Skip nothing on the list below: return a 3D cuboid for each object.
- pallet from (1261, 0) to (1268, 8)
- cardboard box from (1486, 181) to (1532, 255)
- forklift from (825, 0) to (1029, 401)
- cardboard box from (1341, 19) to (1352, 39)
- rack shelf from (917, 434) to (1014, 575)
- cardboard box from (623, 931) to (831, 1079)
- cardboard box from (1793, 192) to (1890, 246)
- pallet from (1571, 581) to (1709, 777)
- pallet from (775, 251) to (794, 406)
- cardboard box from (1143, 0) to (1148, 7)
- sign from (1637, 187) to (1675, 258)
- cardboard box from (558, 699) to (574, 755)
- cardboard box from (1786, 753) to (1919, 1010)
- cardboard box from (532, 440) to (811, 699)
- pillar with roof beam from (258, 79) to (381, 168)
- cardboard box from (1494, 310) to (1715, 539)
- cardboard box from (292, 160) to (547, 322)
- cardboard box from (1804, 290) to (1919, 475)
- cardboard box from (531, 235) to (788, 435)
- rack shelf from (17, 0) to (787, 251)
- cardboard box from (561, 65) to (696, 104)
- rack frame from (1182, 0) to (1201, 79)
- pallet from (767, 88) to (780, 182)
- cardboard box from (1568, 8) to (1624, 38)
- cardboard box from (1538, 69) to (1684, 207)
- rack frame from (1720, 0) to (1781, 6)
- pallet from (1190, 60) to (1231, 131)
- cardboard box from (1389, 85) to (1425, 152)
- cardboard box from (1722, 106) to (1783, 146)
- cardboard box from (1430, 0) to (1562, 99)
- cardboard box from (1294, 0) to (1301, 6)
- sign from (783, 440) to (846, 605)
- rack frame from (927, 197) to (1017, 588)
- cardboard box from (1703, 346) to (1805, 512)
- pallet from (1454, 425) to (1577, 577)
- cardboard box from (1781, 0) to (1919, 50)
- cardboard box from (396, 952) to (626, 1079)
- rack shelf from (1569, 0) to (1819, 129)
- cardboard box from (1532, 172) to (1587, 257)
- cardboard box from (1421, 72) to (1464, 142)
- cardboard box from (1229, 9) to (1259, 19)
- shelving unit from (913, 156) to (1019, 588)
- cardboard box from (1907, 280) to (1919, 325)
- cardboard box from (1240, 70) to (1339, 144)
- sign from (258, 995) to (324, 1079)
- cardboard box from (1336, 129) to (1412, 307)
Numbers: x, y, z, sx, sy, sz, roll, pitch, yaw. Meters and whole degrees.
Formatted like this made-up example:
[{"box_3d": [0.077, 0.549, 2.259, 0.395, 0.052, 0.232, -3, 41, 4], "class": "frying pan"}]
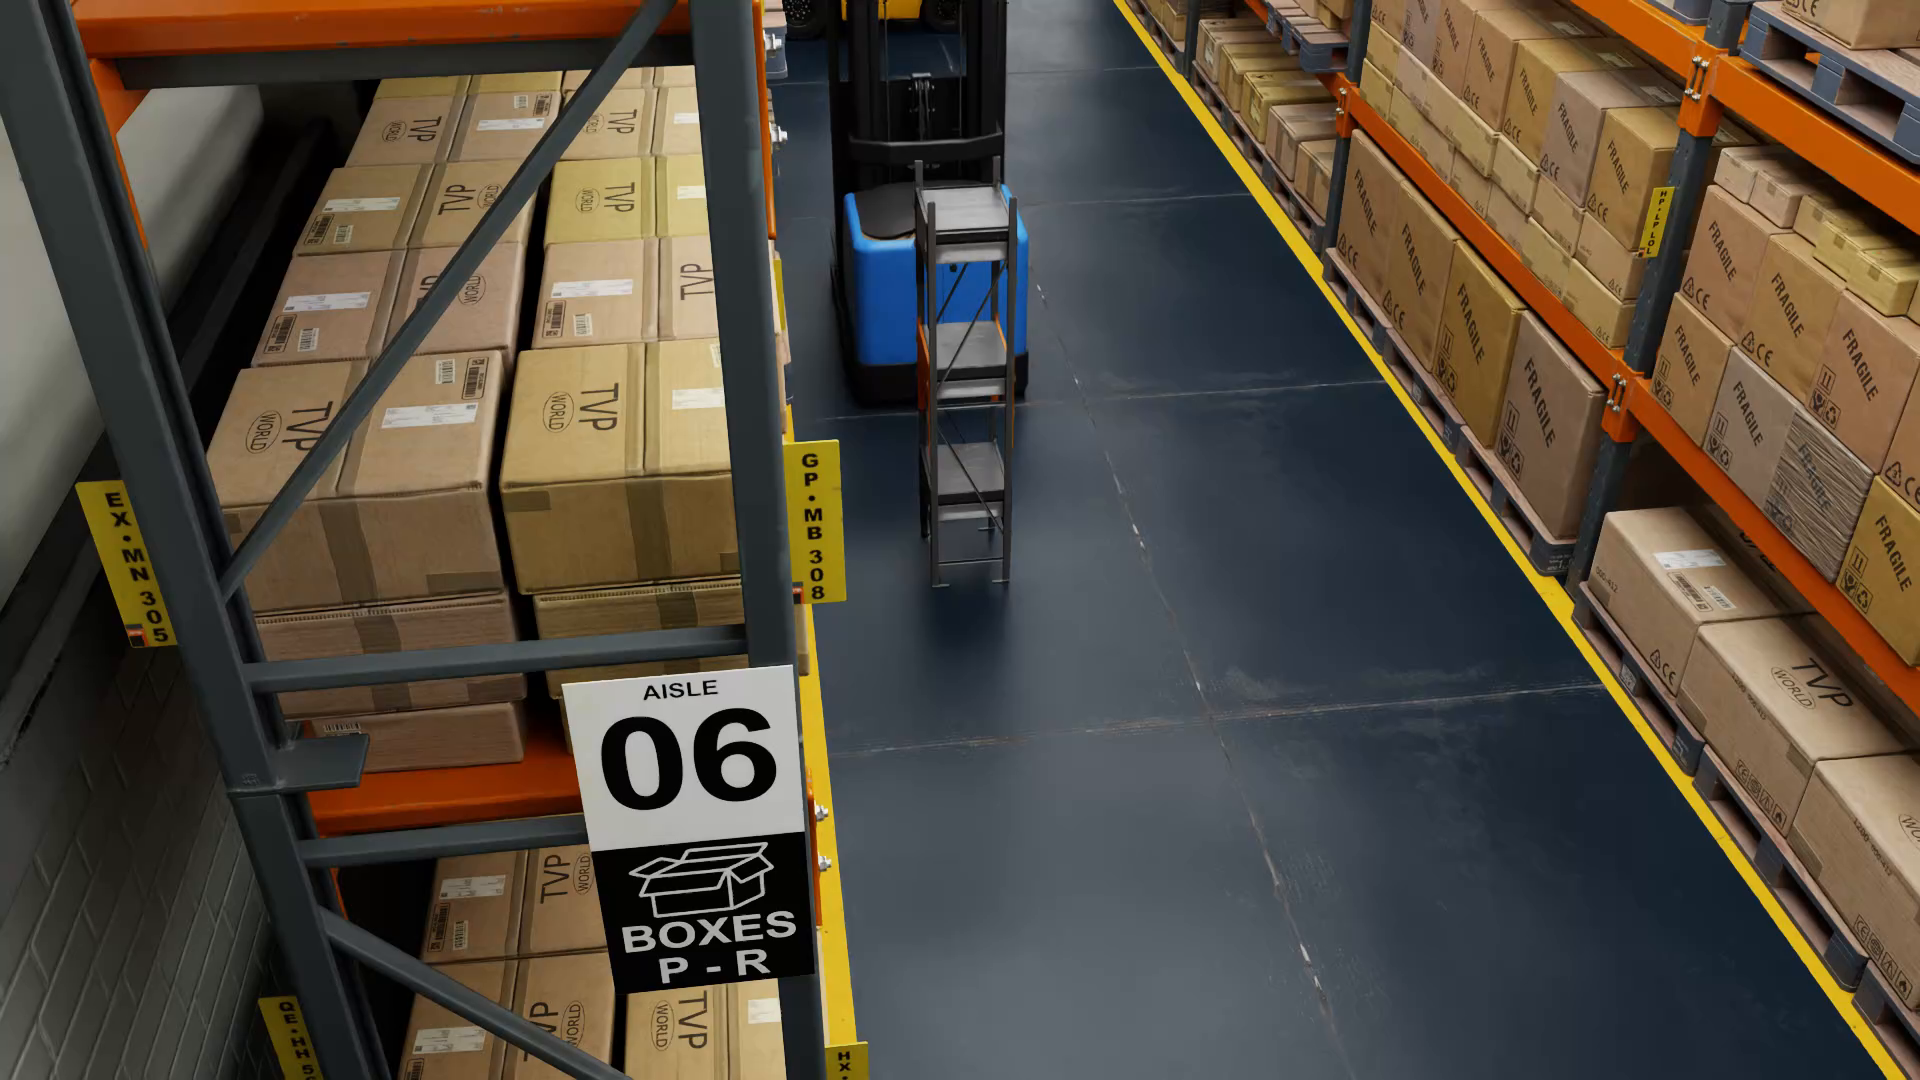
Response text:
[{"box_3d": [2.750, -4.248, 12.619, 1.003, 0.211, 1.213, -4, 35, -6], "class": "pallet"}, {"box_3d": [3.168, -1.730, 8.887, 0.500, 0.250, 0.500, -5, 35, -8], "class": "cardboard box"}, {"box_3d": [-0.295, -2.862, 10.475, 1.130, 2.935, 3.031, -4, 35, -6], "class": "forklift"}, {"box_3d": [2.779, -3.461, 11.143, 0.380, 0.149, 0.250, -3, 34, -5], "class": "cardboard box"}, {"box_3d": [0.022, -0.186, 8.554, 0.431, 0.518, 0.480, -4, 35, -6], "class": "rack shelf"}, {"box_3d": [-0.580, 1.282, 4.203, 0.500, 0.250, 0.500, -4, 34, -6], "class": "cardboard box"}, {"box_3d": [3.506, -1.239, 6.481, 0.380, 0.149, 0.250, -5, 35, -7], "class": "cardboard box"}, {"box_3d": [3.619, 0.589, 7.827, 1.003, 0.211, 1.213, -4, 35, -6], "class": "pallet"}, {"box_3d": [-1.323, -0.991, 7.839, 1.003, 0.211, 1.213, -4, 35, -6], "class": "pallet"}, {"box_3d": [2.027, -5.385, 16.186, 0.500, 0.250, 0.500, -4, 34, -6], "class": "cardboard box"}, {"box_3d": [3.058, -1.393, 7.301, 0.100, 0.325, 0.005, -4, 35, -6], "class": "sign"}, {"box_3d": [-0.598, 0.285, 3.356, 0.380, 0.149, 0.250, -4, 34, -5], "class": "cardboard box"}, {"box_3d": [3.813, 1.253, 6.279, 0.875, 0.438, 0.875, -3, 34, -5], "class": "cardboard box"}, {"box_3d": [-0.575, 0.048, 3.351, 0.500, 0.250, 0.500, -5, 35, -7], "class": "cardboard box"}, {"box_3d": [2.143, -2.964, 5.237, 9.100, 9.000, 0.400, -4, 35, -6], "class": "pillar with roof beam"}, {"box_3d": [3.432, -0.629, 8.652, 0.875, 0.875, 0.875, -3, 34, -5], "class": "cardboard box"}, {"box_3d": [-1.271, -0.695, 3.996, 0.500, 0.250, 0.500, -4, 34, -6], "class": "cardboard box"}, {"box_3d": [3.538, -0.595, 6.112, 0.500, 0.500, 0.500, -4, 34, -5], "class": "cardboard box"}, {"box_3d": [-0.646, -0.442, 3.626, 0.500, 0.250, 0.500, -5, 35, -7], "class": "cardboard box"}, {"box_3d": [-1.055, -1.680, 3.995, 1.077, 0.370, 4.000, -4, 35, -6], "class": "rack shelf"}, {"box_3d": [-0.881, -1.293, 4.874, 0.500, 0.250, 0.500, -4, 34, -6], "class": "cardboard box"}, {"box_3d": [2.518, -5.458, 14.224, 1.000, 3.000, 0.127, -4, 35, -6], "class": "rack frame"}, {"box_3d": [-1.701, -2.396, 9.901, 1.213, 0.211, 1.003, -4, 35, -6], "class": "pallet"}, {"box_3d": [3.583, -2.565, 9.003, 0.500, 0.500, 0.500, -5, 35, -7], "class": "cardboard box"}, {"box_3d": [3.208, -1.967, 8.124, 0.500, 0.500, 0.500, -4, 34, -5], "class": "cardboard box"}, {"box_3d": [3.594, -3.473, 5.984, 1.000, 3.000, 0.127, -4, 35, -6], "class": "rack frame"}, {"box_3d": [2.625, -3.871, 14.372, 1.003, 0.211, 1.213, -4, 35, -6], "class": "pallet"}, {"box_3d": [2.959, -2.587, 10.144, 0.500, 0.250, 0.500, -5, 35, -8], "class": "cardboard box"}, {"box_3d": [3.820, -1.715, 7.756, 0.500, 0.500, 0.500, -4, 34, -6], "class": "cardboard box"}, {"box_3d": [3.011, -2.821, 9.377, 0.500, 0.500, 0.500, -3, 34, -5], "class": "cardboard box"}, {"box_3d": [2.567, -3.883, 11.763, 0.380, 0.149, 0.250, -6, 35, -9], "class": "cardboard box"}, {"box_3d": [-0.248, -0.025, 2.813, 0.100, 0.325, 0.005, -4, 35, -6], "class": "sign"}, {"box_3d": [0.055, -0.639, 7.952, 0.400, 2.100, 0.015, -4, 35, -6], "class": "rack frame"}, {"box_3d": [3.462, -0.472, 6.819, 0.500, 0.500, 0.500, -4, 34, -6], "class": "cardboard box"}, {"box_3d": [3.416, -0.266, 9.082, 1.003, 0.211, 1.213, -4, 35, -6], "class": "pallet"}, {"box_3d": [3.465, -2.145, 6.149, 0.500, 0.500, 0.500, -4, 34, -6], "class": "cardboard box"}, {"box_3d": [-1.111, 1.319, 4.149, 0.500, 0.250, 0.500, -3, 34, -5], "class": "cardboard box"}, {"box_3d": [3.325, -3.052, 8.669, 1.077, 0.370, 4.000, -4, 35, -6], "class": "rack shelf"}, {"box_3d": [3.220, -1.644, 8.317, 0.500, 0.250, 0.500, -4, 34, -5], "class": "cardboard box"}, {"box_3d": [3.003, -2.501, 9.575, 0.500, 0.250, 0.500, -4, 35, -7], "class": "cardboard box"}, {"box_3d": [2.707, -4.845, 15.393, 0.500, 0.250, 0.500, -6, 35, -9], "class": "cardboard box"}, {"box_3d": [0.022, -0.775, 8.152, 0.431, 2.100, 0.503, -4, 35, -6], "class": "shelving unit"}, {"box_3d": [3.601, -0.811, 5.853, 0.380, 0.149, 0.250, -4, 35, -7], "class": "cardboard box"}, {"box_3d": [2.787, -3.464, 13.259, 0.950, 0.372, 0.625, -3, 34, -5], "class": "cardboard box"}, {"box_3d": [-1.338, 1.038, 3.383, 0.100, 0.325, 0.005, -4, 35, -6], "class": "sign"}, {"box_3d": [3.067, -2.130, 10.854, 0.875, 0.875, 0.875, -5, 35, -7], "class": "cardboard box"}]
